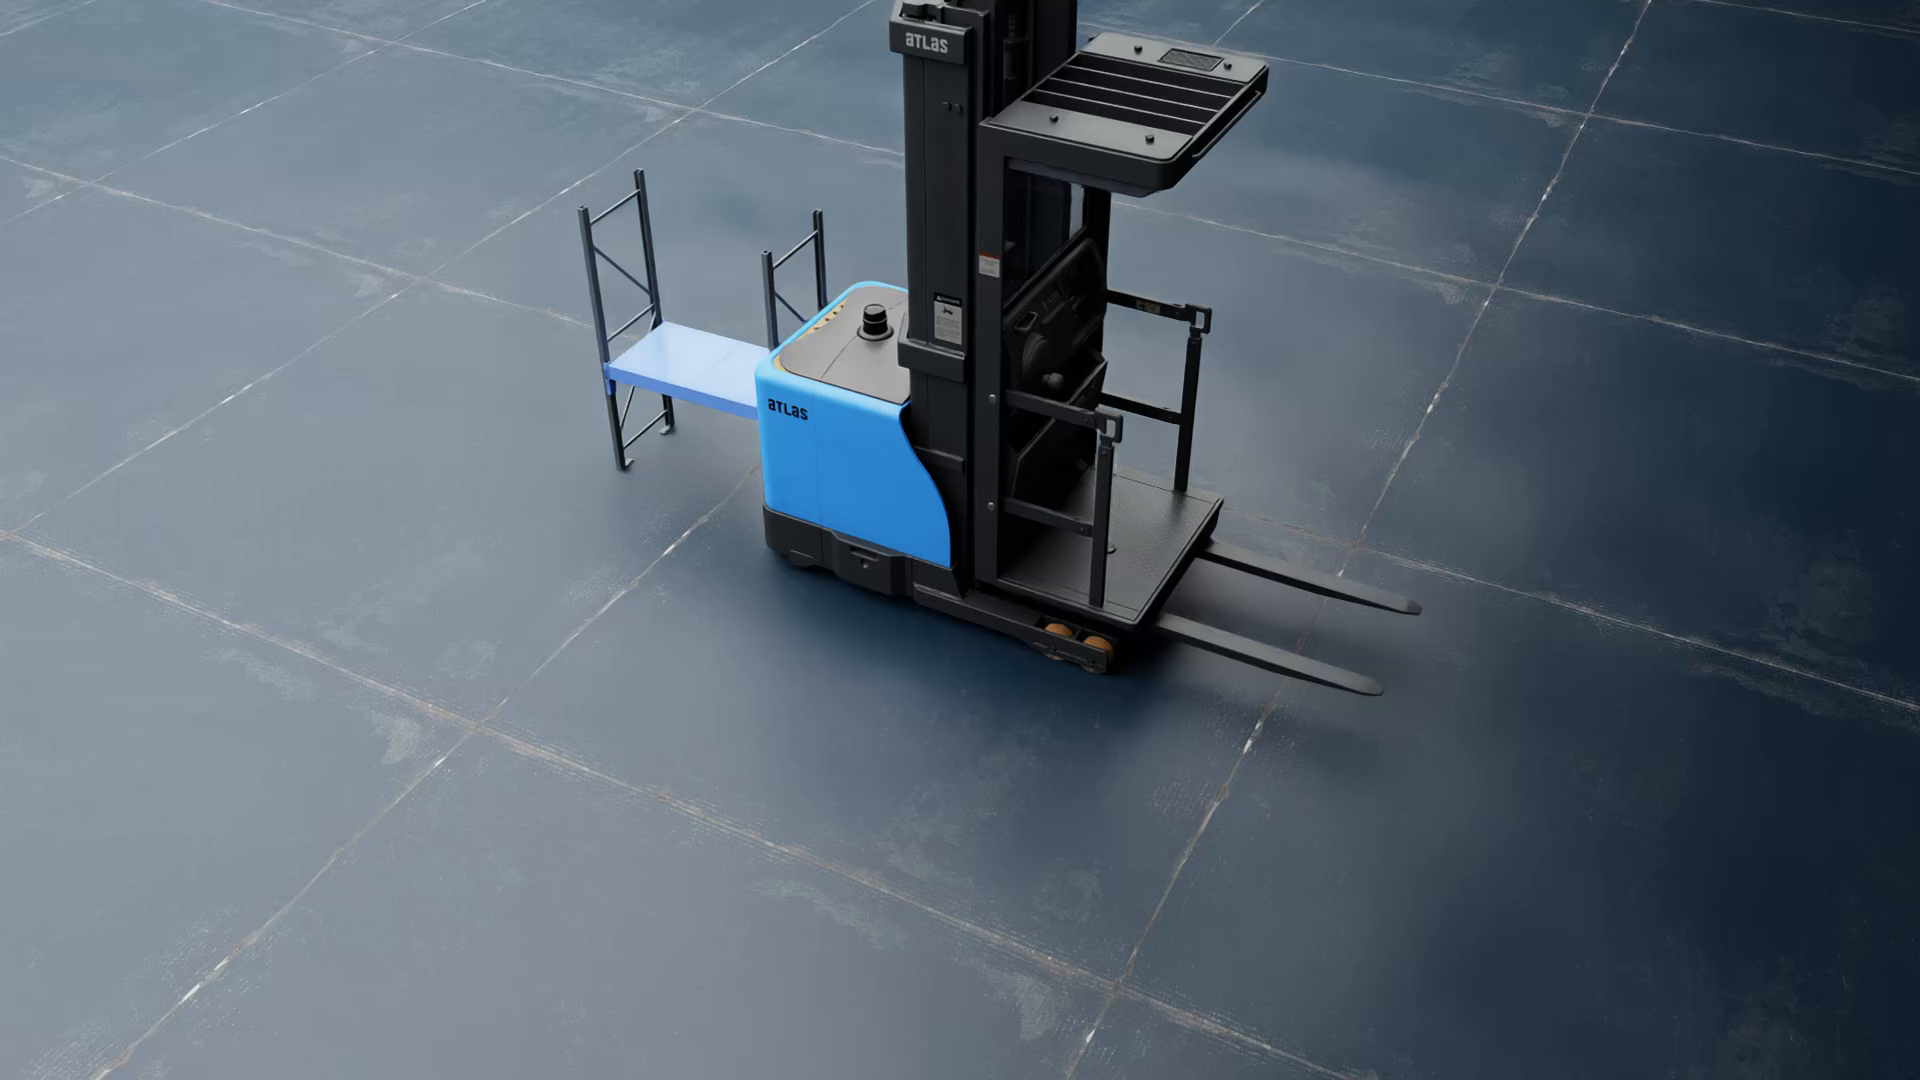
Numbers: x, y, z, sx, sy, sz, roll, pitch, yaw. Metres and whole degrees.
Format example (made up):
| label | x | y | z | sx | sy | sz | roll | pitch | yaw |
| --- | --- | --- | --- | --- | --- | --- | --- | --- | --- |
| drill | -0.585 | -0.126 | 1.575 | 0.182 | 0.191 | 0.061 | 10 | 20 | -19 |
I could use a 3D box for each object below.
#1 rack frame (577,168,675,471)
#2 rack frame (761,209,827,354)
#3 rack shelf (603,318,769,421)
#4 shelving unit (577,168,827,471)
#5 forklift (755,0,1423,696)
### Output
| label | x | y | z | sx | sy | sz | roll | pitch | yaw |
| --- | --- | --- | --- | --- | --- | --- | --- | --- | --- |
| rack frame | -1.685 | -1.100 | 8.478 | 0.032 | 1.500 | 0.500 | 17 | 40 | 21 |
| rack frame | -0.773 | -0.827 | 8.119 | 0.032 | 1.500 | 0.500 | 17 | 40 | 21 |
| rack shelf | -1.229 | -0.820 | 8.407 | 1.000 | 0.185 | 0.538 | 17 | 40 | 21 |
| shelving unit | -1.229 | -0.963 | 8.298 | 1.048 | 1.500 | 0.538 | 17 | 40 | 21 |
| forklift | 0.595 | -0.937 | 7.080 | 3.031 | 2.935 | 1.130 | 18 | 41 | 22 |
